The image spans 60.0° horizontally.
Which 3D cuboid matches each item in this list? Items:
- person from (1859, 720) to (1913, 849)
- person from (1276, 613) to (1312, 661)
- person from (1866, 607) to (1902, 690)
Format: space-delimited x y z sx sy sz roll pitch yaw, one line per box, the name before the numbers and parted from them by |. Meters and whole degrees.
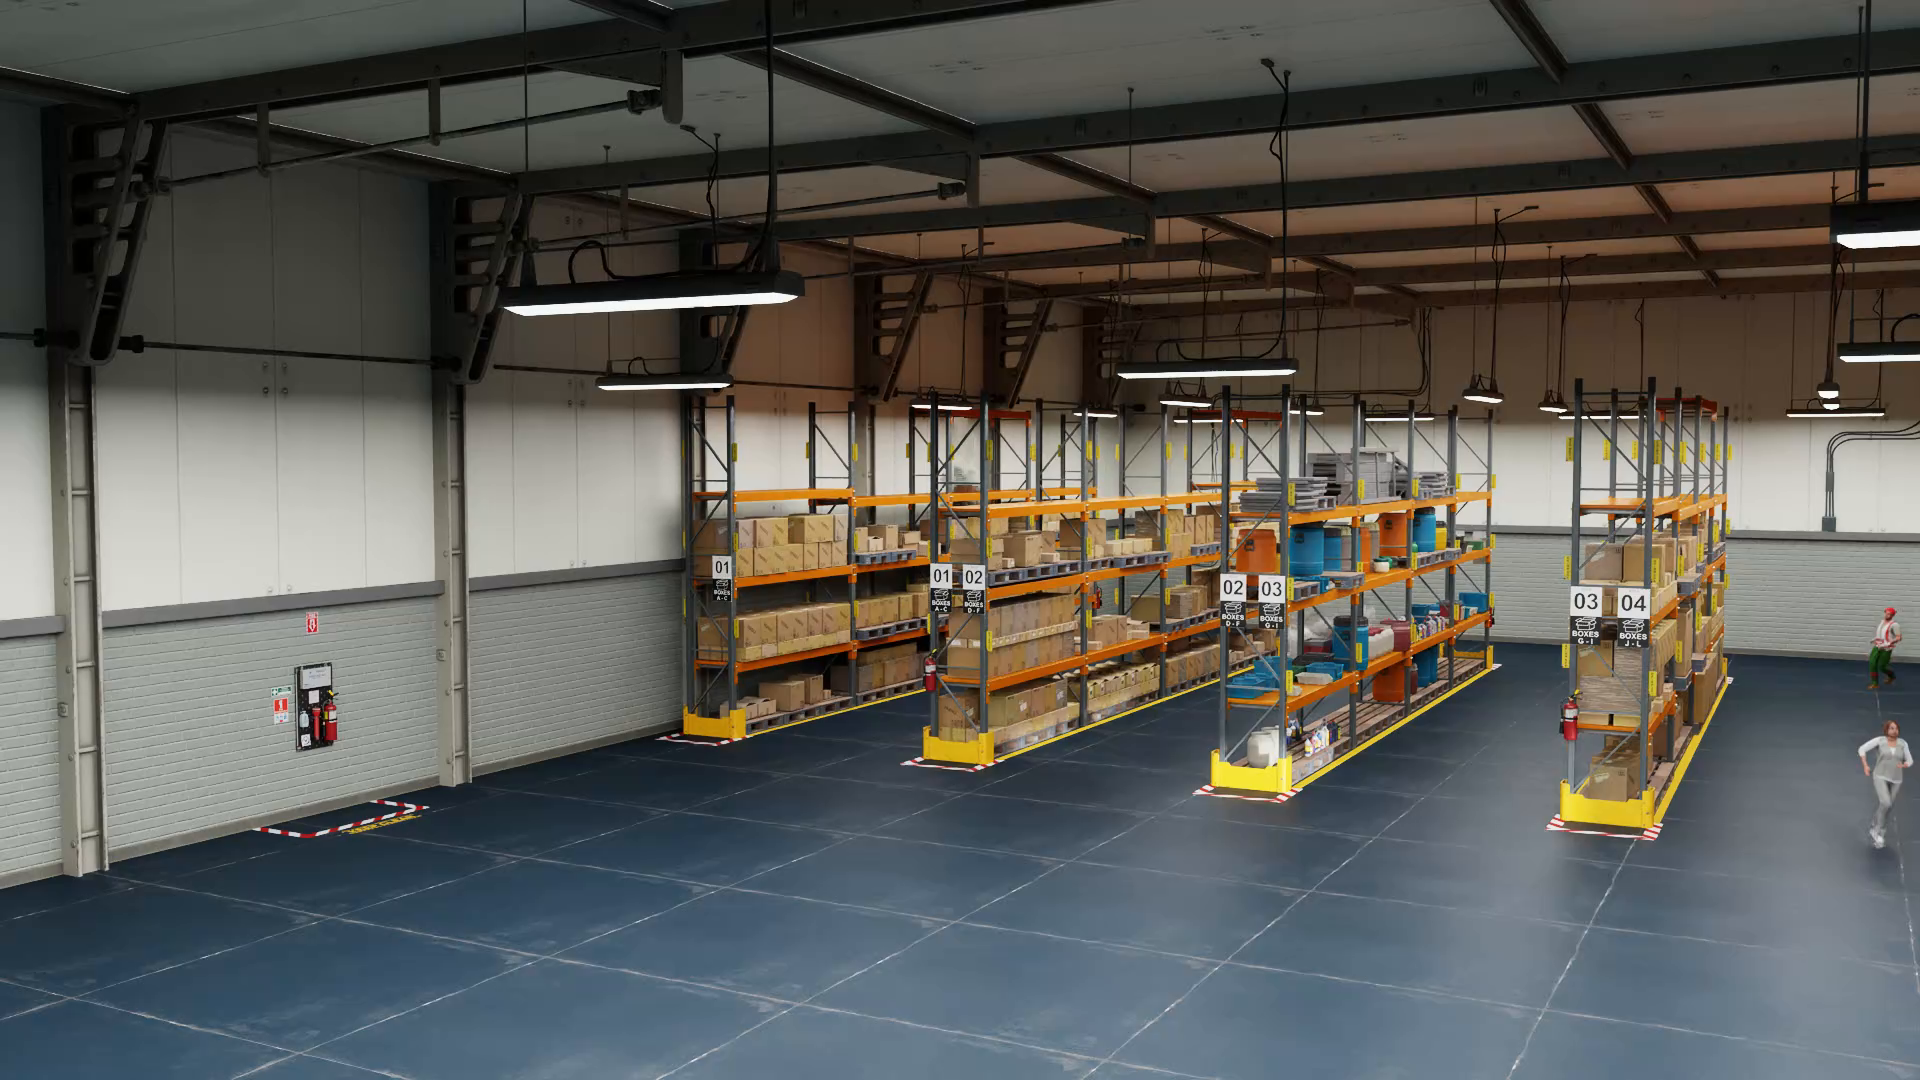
person | 11.820 3.103 21.204 0.540 1.613 0.645 0 3 4
person | 6.656 2.363 33.187 0.664 1.844 0.847 1 3 26
person | 19.538 2.290 35.056 0.751 1.762 0.704 -1 3 -20
